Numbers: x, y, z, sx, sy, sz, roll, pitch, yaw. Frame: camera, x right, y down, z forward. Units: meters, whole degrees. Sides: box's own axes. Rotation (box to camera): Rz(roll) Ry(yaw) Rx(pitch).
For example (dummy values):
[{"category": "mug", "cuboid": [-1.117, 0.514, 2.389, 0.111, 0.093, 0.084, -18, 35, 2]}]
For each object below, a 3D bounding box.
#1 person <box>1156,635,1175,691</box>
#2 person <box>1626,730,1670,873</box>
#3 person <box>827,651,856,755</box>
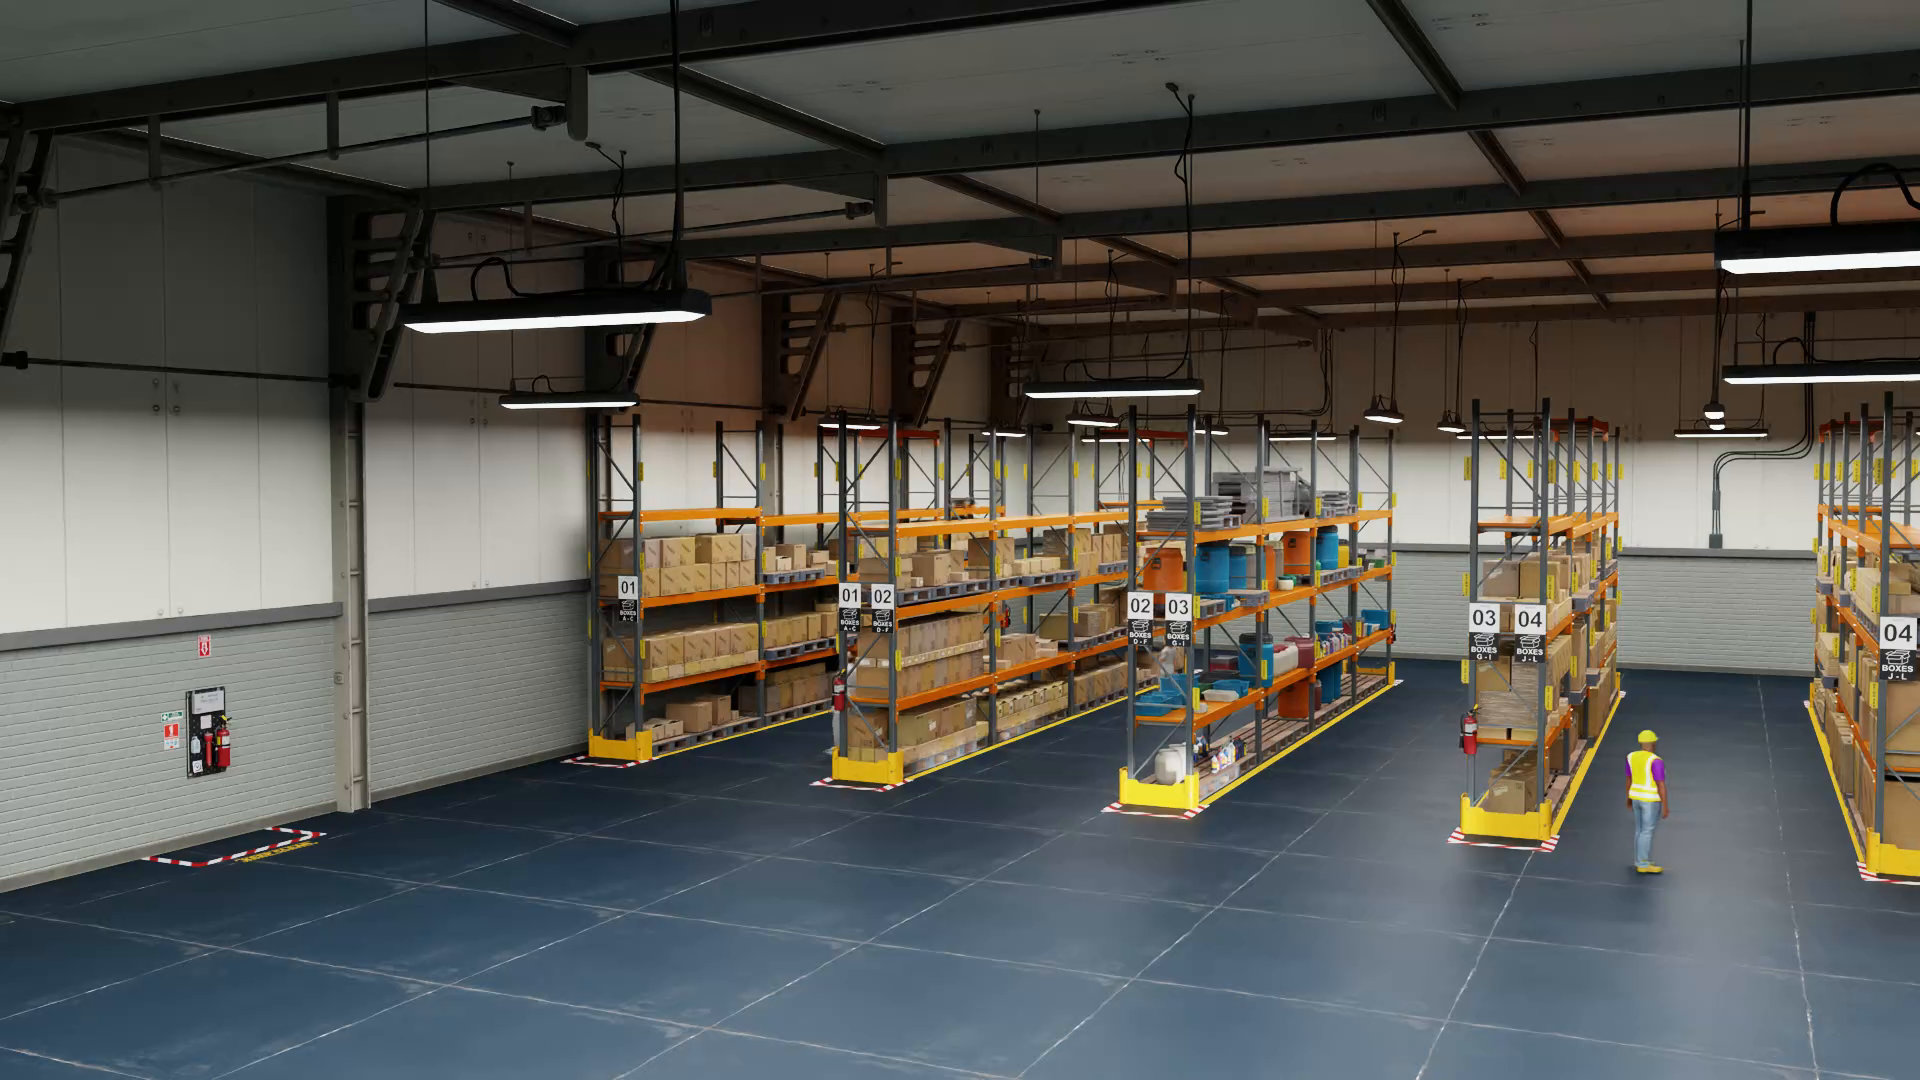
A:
[{"category": "person", "cuboid": [4.220, 2.764, 34.458, 0.450, 1.667, 0.607, -1, 3, -27]}, {"category": "person", "cuboid": [8.670, 3.265, 20.813, 0.507, 1.773, 0.617, -1, 2, -18]}, {"category": "person", "cuboid": [-2.099, 2.901, 29.666, 0.403, 1.822, 0.649, 1, 3, 25]}]
